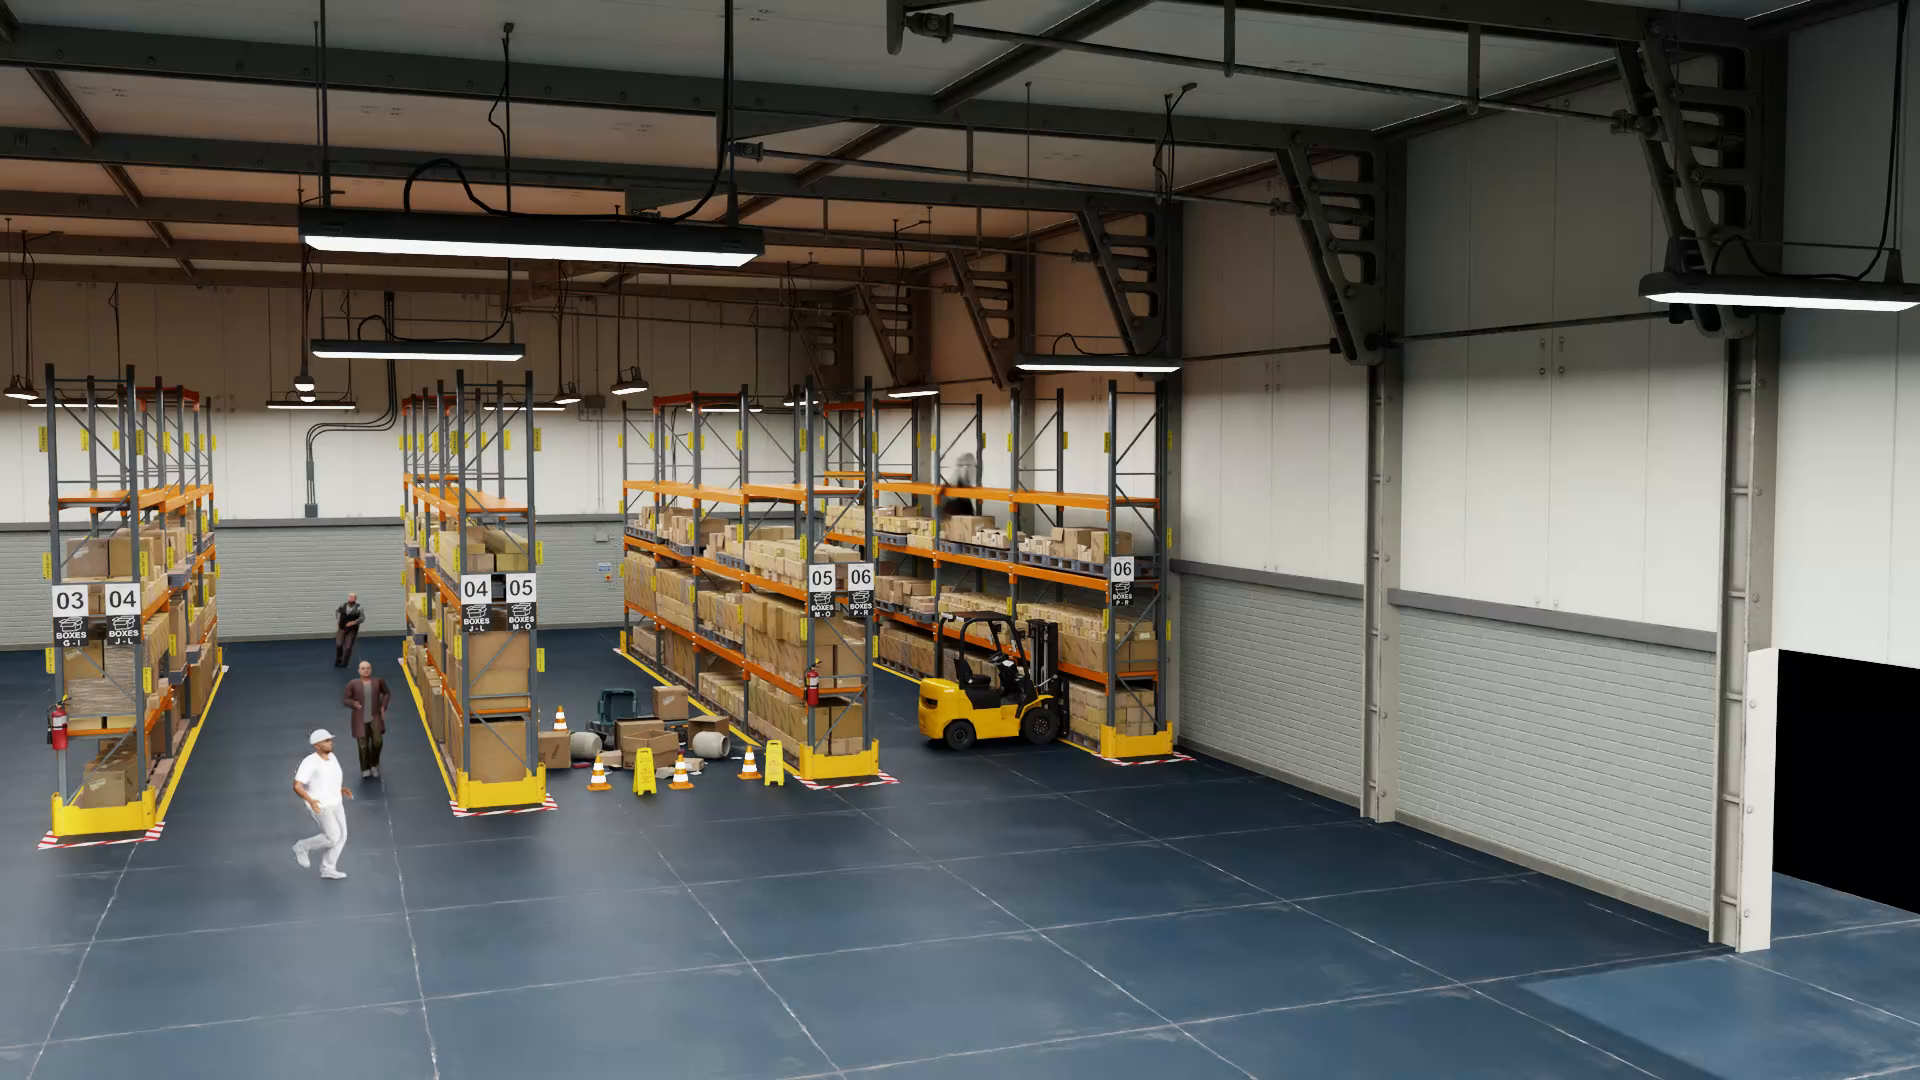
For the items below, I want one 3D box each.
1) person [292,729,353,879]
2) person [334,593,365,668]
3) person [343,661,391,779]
[{"bbox_3d":[-7.340,3.027,19.100,0.590,1.718,0.712,1,3,13],"label":"person"},{"bbox_3d":[-13.548,2.003,36.871,0.689,1.675,0.605,-1,3,-11],"label":"person"},{"bbox_3d":[-8.773,2.684,24.652,0.694,1.763,0.672,-2,4,-24],"label":"person"}]
